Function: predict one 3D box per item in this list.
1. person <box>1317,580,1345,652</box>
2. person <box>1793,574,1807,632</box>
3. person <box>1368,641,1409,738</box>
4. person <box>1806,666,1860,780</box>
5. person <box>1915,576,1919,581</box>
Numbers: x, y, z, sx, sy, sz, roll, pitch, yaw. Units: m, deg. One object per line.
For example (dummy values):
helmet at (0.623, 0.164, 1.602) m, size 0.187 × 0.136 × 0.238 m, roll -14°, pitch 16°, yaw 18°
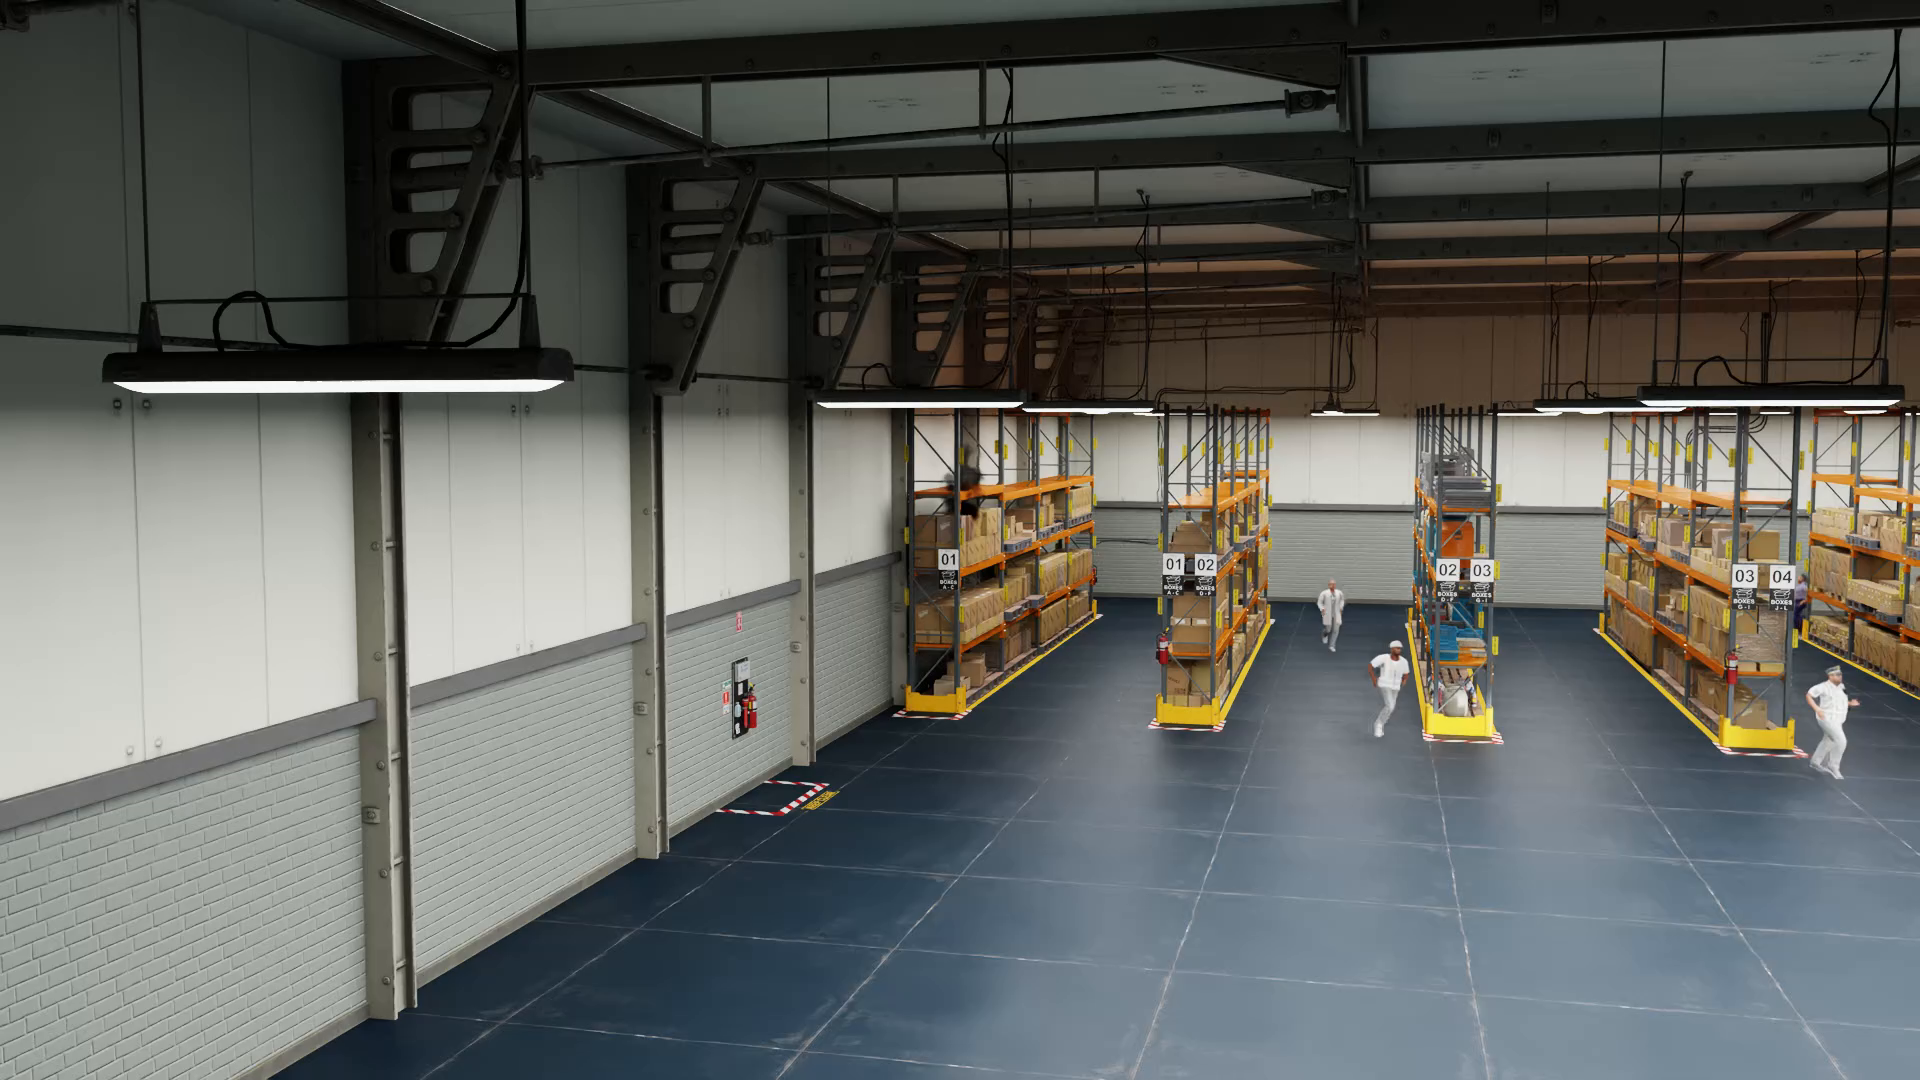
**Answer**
person at (9.214, 1.865, 41.244) m, size 0.694 × 1.750 × 0.782 m, roll 0°, pitch 4°, yaw -1°
person at (22.381, 1.704, 44.382) m, size 0.604 × 1.613 × 0.663 m, roll 1°, pitch 4°, yaw 12°
person at (7.778, 2.683, 29.978) m, size 0.697 × 1.745 × 0.649 m, roll -1°, pitch 4°, yaw -17°
person at (13.953, 2.905, 26.584) m, size 0.649 × 1.827 × 0.752 m, roll -3°, pitch 5°, yaw -33°
person at (25.355, 1.743, 43.908) m, size 0.821 × 1.597 × 0.541 m, roll 1°, pitch 4°, yaw 17°
